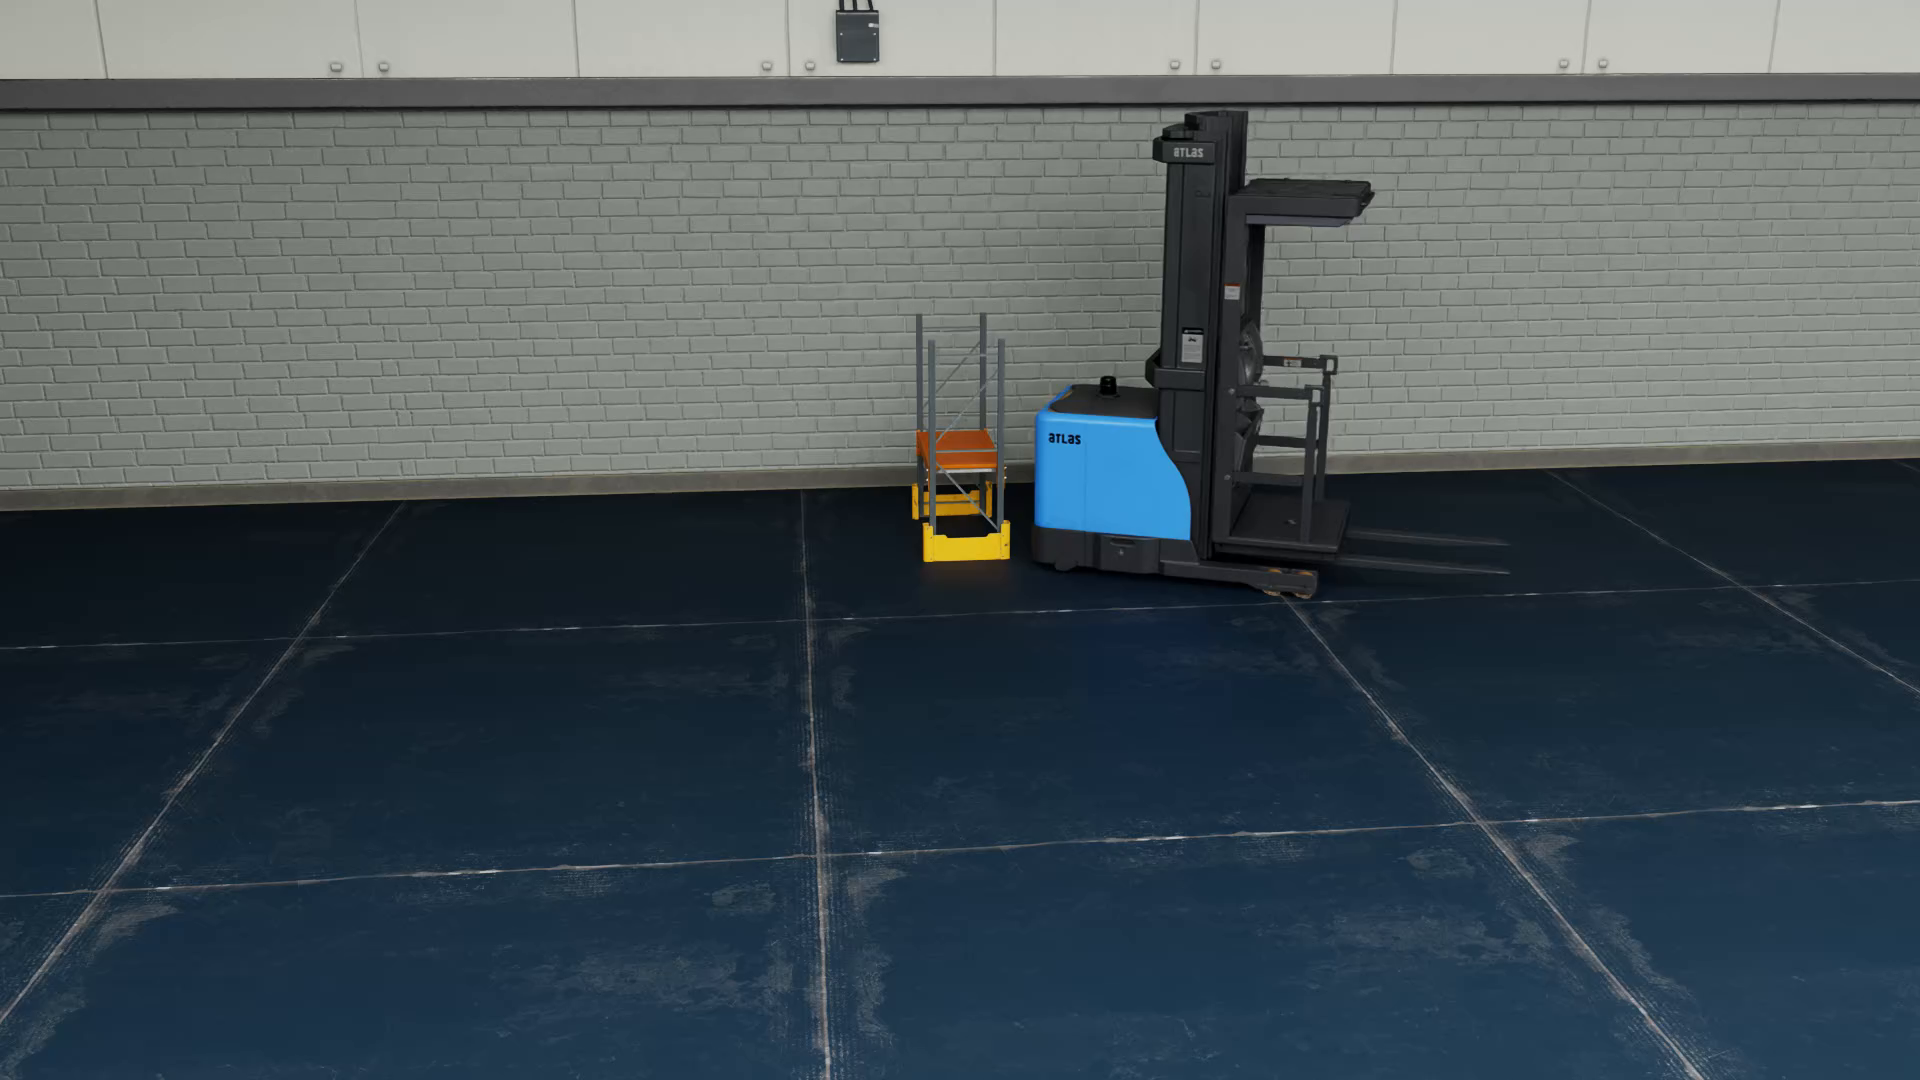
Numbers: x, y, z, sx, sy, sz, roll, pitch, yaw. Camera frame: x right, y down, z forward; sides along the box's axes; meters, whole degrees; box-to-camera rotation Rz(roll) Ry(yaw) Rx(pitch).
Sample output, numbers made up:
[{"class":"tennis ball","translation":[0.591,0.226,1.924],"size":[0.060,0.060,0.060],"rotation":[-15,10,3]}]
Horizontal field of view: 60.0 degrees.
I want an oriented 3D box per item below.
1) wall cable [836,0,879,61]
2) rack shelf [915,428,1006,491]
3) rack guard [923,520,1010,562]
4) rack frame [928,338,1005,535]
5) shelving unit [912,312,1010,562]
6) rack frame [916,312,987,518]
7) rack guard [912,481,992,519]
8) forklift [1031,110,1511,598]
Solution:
[{"class":"wall cable","translation":[0.261,-6.347,11.194],"size":[2.305,6.003,0.169],"rotation":[-2,18,-6]},{"class":"rack shelf","translation":[-0.009,-0.569,11.587],"size":[0.538,0.185,1.000],"rotation":[-2,18,-6]},{"class":"rack guard","translation":[0.044,0.006,11.239],"size":[0.587,0.250,0.087],"rotation":[-2,18,-6]},{"class":"rack frame","translation":[0.044,-0.590,11.051],"size":[0.500,1.500,0.032],"rotation":[-2,18,-6]},{"class":"shelving unit","translation":[-0.008,-0.738,11.525],"size":[0.587,1.500,1.083],"rotation":[-2,18,-6]},{"class":"rack frame","translation":[-0.061,-0.892,12.016],"size":[0.500,1.500,0.032],"rotation":[-2,18,-6]},{"class":"rack guard","translation":[-0.059,-0.290,12.185],"size":[0.587,0.250,0.087],"rotation":[-2,18,-6]},{"class":"forklift","translation":[2.050,-1.207,10.630],"size":[3.031,2.935,1.130],"rotation":[5,18,16]}]
